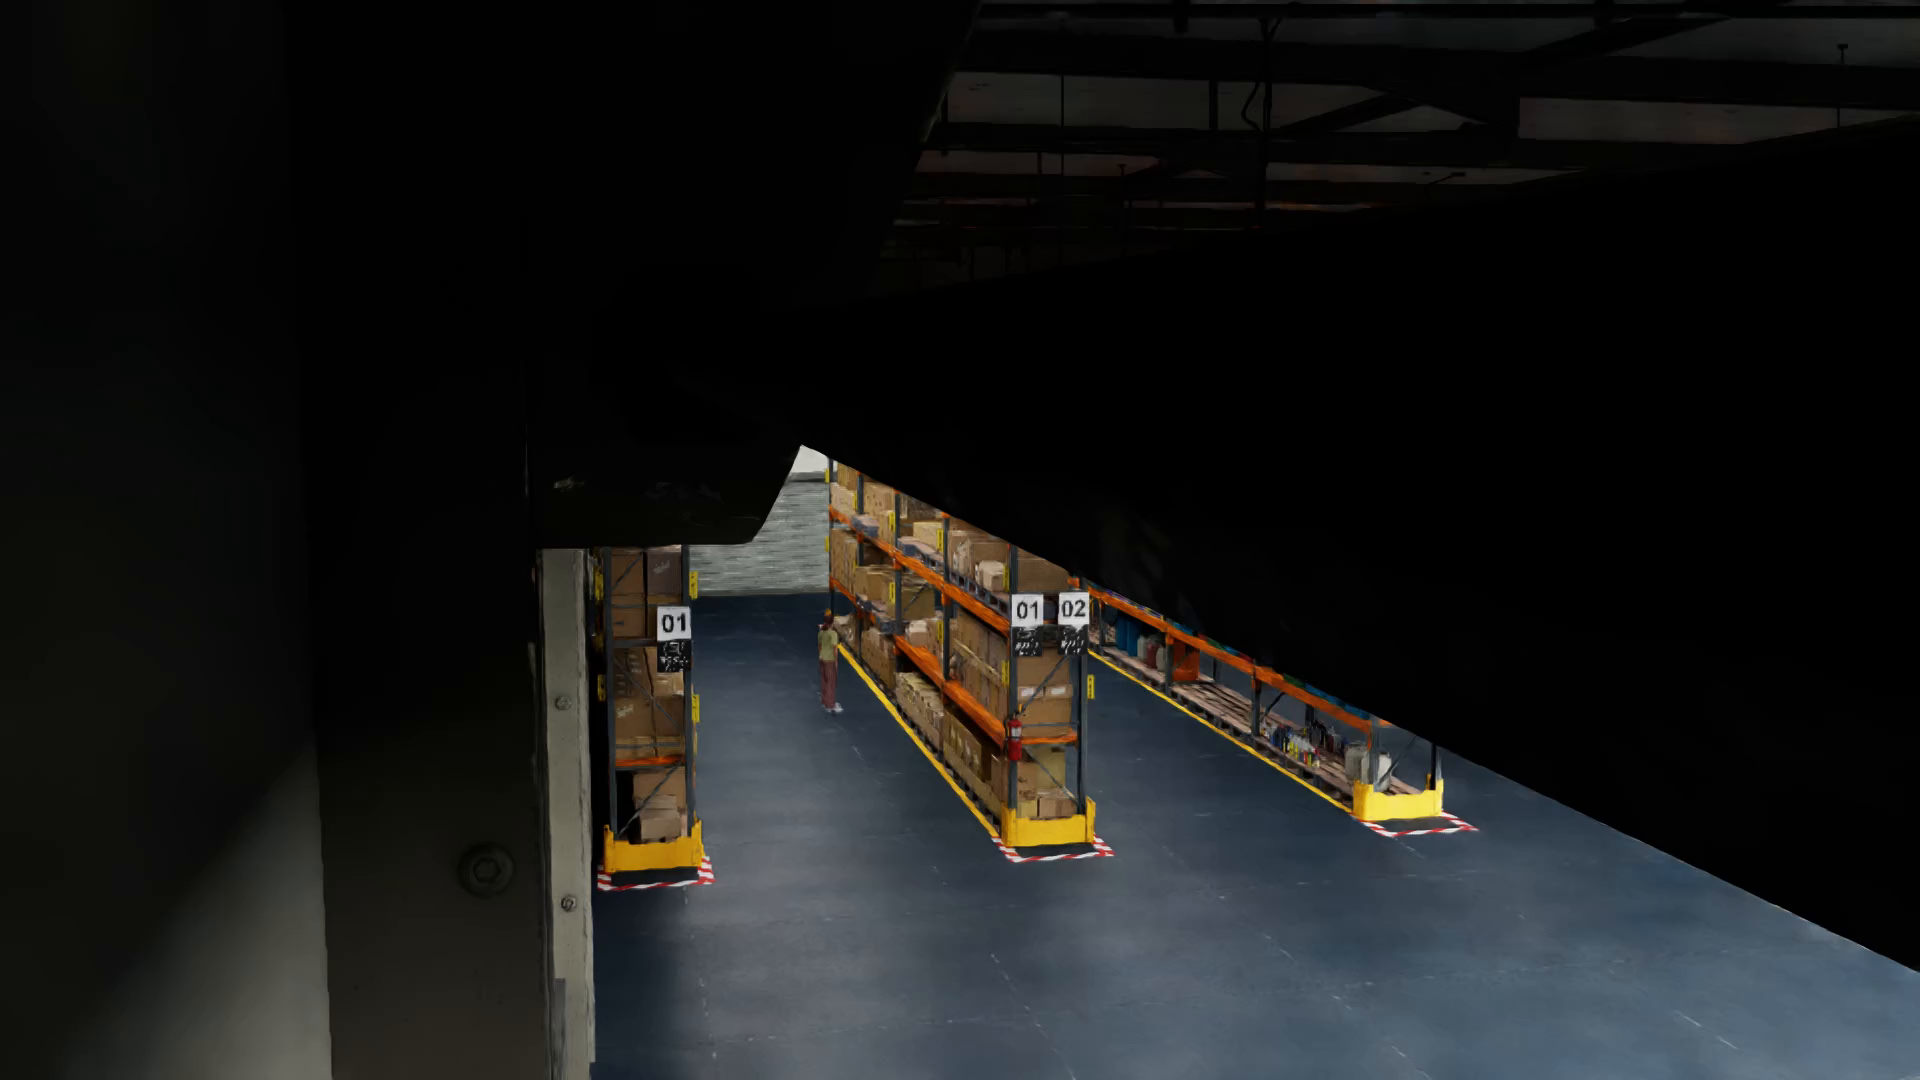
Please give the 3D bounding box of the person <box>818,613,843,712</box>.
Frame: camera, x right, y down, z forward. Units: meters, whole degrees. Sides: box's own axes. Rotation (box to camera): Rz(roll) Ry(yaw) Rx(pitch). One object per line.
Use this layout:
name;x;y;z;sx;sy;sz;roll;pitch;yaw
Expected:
person;-2.219;2.093;28.627;0.431;1.677;0.499;-7;9;-44
